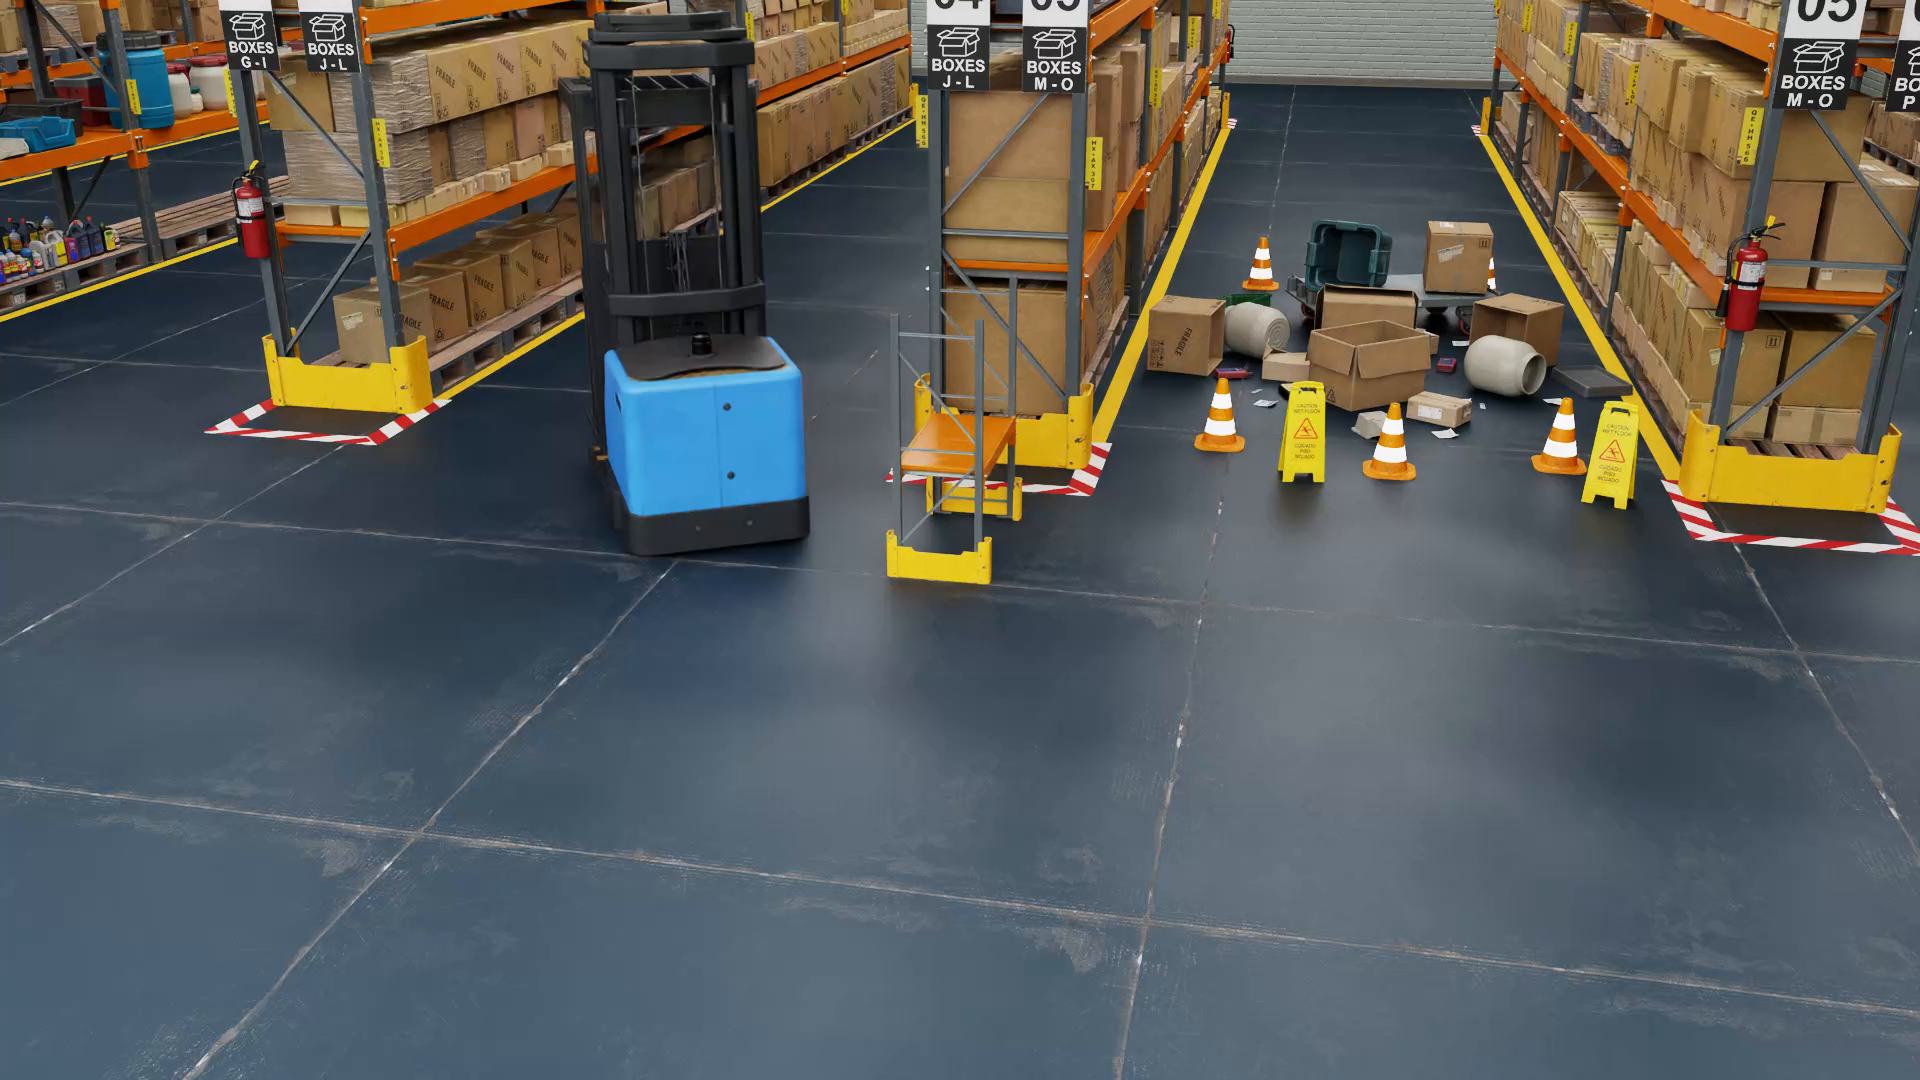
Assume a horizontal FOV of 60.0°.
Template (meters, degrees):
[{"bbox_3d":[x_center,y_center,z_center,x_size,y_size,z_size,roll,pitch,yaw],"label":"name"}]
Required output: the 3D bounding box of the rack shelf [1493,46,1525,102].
[{"bbox_3d":[8.021,-6.416,22.733,1.077,0.370,4.000,4,22,11],"label":"rack shelf"}]

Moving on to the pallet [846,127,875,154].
[{"bbox_3d":[-1.857,-5.753,23.855,1.003,0.211,1.213,4,22,11],"label":"pallet"}]

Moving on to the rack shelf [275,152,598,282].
[{"bbox_3d":[-4.129,-2.783,13.712,1.077,0.370,4.000,4,22,11],"label":"rack shelf"}]

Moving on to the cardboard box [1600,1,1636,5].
[{"bbox_3d":[7.456,-5.782,18.723,0.500,0.500,0.500,5,22,12],"label":"cardboard box"}]

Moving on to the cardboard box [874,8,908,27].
[{"bbox_3d":[-1.111,-8.108,25.773,0.500,0.250,0.500,4,22,10],"label":"cardboard box"}]

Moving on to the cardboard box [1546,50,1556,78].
[{"bbox_3d":[6.833,-5.291,18.508,0.500,0.250,0.500,4,22,10],"label":"cardboard box"}]

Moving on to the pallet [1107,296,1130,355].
[{"bbox_3d":[0.883,-1.868,14.208,1.003,0.211,1.213,4,22,11],"label":"pallet"}]

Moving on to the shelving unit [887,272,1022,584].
[{"bbox_3d":[-0.016,-0.668,9.504,0.587,1.500,1.083,4,22,11],"label":"shelving unit"}]

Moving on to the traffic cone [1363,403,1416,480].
[{"bbox_3d":[2.833,-0.669,10.896,0.336,0.463,0.334,4,22,11],"label":"traffic cone"}]

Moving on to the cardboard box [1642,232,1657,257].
[{"bbox_3d":[5.409,-2.237,12.638,0.380,0.149,0.250,5,23,13],"label":"cardboard box"}]

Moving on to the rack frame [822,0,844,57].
[{"bbox_3d":[-2.088,-6.774,22.658,1.000,3.000,0.127,4,22,11],"label":"rack frame"}]

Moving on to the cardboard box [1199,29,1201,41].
[{"bbox_3d":[2.859,-6.415,21.142,0.380,0.149,0.250,5,23,13],"label":"cardboard box"}]

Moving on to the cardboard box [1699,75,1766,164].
[{"bbox_3d":[5.166,-2.666,10.588,0.700,0.500,0.500,5,22,11],"label":"cardboard box"}]

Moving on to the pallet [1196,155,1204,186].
[{"bbox_3d":[2.589,-4.781,21.442,1.003,0.211,1.213,4,22,11],"label":"pallet"}]

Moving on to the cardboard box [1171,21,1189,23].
[{"bbox_3d":[2.694,-6.263,20.367,0.380,0.149,0.250,4,22,11],"label":"cardboard box"}]

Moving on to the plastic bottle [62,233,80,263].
[{"bbox_3d":[-8.450,-2.780,15.787,0.061,0.283,0.133,6,23,14],"label":"plastic bottle"}]

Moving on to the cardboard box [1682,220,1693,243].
[{"bbox_3d":[5.224,-2.140,11.487,0.380,0.149,0.250,4,22,10],"label":"cardboard box"}]

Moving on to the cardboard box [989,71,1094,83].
[{"bbox_3d":[0.434,-2.882,11.348,0.875,0.550,0.550,4,22,11],"label":"cardboard box"}]

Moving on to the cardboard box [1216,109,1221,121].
[{"bbox_3d":[3.706,-6.384,24.944,0.380,0.149,0.250,5,23,13],"label":"cardboard box"}]

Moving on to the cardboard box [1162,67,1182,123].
[{"bbox_3d":[1.998,-4.575,17.064,0.500,0.500,0.500,4,22,11],"label":"cardboard box"}]

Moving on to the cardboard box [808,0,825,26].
[{"bbox_3d":[-2.211,-7.052,21.871,0.797,0.503,0.637,4,22,10],"label":"cardboard box"}]

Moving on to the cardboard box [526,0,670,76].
[{"bbox_3d":[-3.422,-4.601,15.898,1.000,1.000,1.000,5,22,11],"label":"cardboard box"}]

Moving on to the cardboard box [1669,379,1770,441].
[{"bbox_3d":[5.071,-0.874,11.128,0.500,0.250,0.500,4,22,11],"label":"cardboard box"}]

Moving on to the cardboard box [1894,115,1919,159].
[{"bbox_3d":[12.647,-5.234,21.618,0.700,0.500,0.500,4,22,9],"label":"cardboard box"}]

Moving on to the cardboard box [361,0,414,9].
[{"bbox_3d":[-4.186,-3.864,11.618,0.500,0.250,0.500,5,22,13],"label":"cardboard box"}]

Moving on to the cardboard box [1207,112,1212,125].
[{"bbox_3d":[3.363,-5.954,23.477,0.380,0.149,0.250,4,22,11],"label":"cardboard box"}]

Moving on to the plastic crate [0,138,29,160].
[{"bbox_3d":[-8.653,-3.490,14.858,0.530,0.136,0.437,4,22,11],"label":"plastic crate"}]

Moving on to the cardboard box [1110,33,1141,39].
[{"bbox_3d":[1.313,-4.314,15.077,0.700,0.500,0.500,4,22,10],"label":"cardboard box"}]

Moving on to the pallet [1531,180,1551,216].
[{"bbox_3d":[7.283,-3.990,19.477,1.003,0.211,1.213,4,22,11],"label":"pallet"}]

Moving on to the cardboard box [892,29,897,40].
[{"bbox_3d":[-1.178,-7.687,25.260,0.380,0.149,0.250,5,22,12],"label":"cardboard box"}]

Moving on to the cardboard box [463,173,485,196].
[{"bbox_3d":[-3.997,-2.813,13.158,0.380,0.149,0.250,4,22,11],"label":"cardboard box"}]

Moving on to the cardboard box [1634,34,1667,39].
[{"bbox_3d":[6.976,-4.748,16.532,0.500,0.500,0.500,4,22,9],"label":"cardboard box"}]

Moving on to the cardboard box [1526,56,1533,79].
[{"bbox_3d":[7.265,-5.808,20.461,0.500,0.250,0.500,4,22,10],"label":"cardboard box"}]

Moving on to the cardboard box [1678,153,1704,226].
[{"bbox_3d":[5.218,-2.399,11.264,0.500,0.500,0.500,4,22,11],"label":"cardboard box"}]

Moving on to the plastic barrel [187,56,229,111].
[{"bbox_3d":[-8.010,-4.890,17.799,0.433,0.535,0.433,0,22,0],"label":"plastic barrel"}]

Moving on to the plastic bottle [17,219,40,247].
[{"bbox_3d":[-8.999,-2.927,16.062,0.144,0.351,0.185,4,22,11],"label":"plastic bottle"}]

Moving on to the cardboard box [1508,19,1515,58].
[{"bbox_3d":[7.767,-6.818,22.634,0.500,0.500,0.500,5,23,13],"label":"cardboard box"}]

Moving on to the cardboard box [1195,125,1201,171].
[{"bbox_3d":[2.737,-4.917,20.831,0.500,0.500,0.500,4,22,10],"label":"cardboard box"}]

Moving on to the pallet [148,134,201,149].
[{"bbox_3d":[-11.914,-5.937,24.312,1.003,0.211,1.213,4,22,11],"label":"pallet"}]

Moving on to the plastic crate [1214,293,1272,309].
[{"bbox_3d":[2.361,-1.992,14.472,0.450,0.188,0.662,7,21,42],"label":"plastic crate"}]

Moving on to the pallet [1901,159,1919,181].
[{"bbox_3d":[12.614,-4.599,20.991,1.003,0.211,1.213,4,22,11],"label":"pallet"}]

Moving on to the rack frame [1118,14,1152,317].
[{"bbox_3d":[1.114,-3.433,14.363,1.000,3.000,0.127,4,22,11],"label":"rack frame"}]

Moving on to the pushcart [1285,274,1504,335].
[{"bbox_3d":[3.739,-2.032,14.394,1.648,0.377,0.936,-3,22,-8],"label":"pushcart"}]

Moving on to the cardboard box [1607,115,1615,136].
[{"bbox_3d":[5.953,-3.666,14.715,0.380,0.149,0.250,5,22,11],"label":"cardboard box"}]

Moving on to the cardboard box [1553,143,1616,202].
[{"bbox_3d":[7.019,-4.011,18.080,0.875,0.875,0.875,4,22,10],"label":"cardboard box"}]

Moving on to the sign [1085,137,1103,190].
[{"bbox_3d":[0.840,-2.364,10.444,0.100,0.325,0.005,4,22,11],"label":"sign"}]

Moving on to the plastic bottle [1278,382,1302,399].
[{"bbox_3d":[2.495,-1.136,12.593,0.133,0.061,0.283,-3,22,-8],"label":"plastic bottle"}]

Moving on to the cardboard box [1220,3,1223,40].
[{"bbox_3d":[3.407,-7.267,23.349,0.500,0.500,0.500,6,23,14],"label":"cardboard box"}]

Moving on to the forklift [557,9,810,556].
[{"bbox_3d":[-1.824,-1.790,10.375,1.130,2.935,3.031,-7,23,-17],"label":"forklift"}]

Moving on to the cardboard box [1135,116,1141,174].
[{"bbox_3d":[1.051,-3.367,13.998,0.875,0.550,0.550,4,22,11],"label":"cardboard box"}]

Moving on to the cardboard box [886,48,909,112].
[{"bbox_3d":[-1.324,-7.206,26.013,0.875,0.875,0.875,4,22,11],"label":"cardboard box"}]

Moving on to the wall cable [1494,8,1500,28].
[{"bbox_3d":[9.557,-10.031,29.344,0.585,1.953,0.123,4,22,11],"label":"wall cable"}]

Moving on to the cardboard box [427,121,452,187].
[{"bbox_3d":[-4.413,-2.961,12.658,0.875,0.500,0.500,4,22,11],"label":"cardboard box"}]

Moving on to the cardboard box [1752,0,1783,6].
[{"bbox_3d":[5.005,-3.298,9.813,0.500,0.250,0.500,4,22,10],"label":"cardboard box"}]

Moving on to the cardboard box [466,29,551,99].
[{"bbox_3d":[-3.747,-3.945,13.764,0.500,0.500,0.500,4,22,11],"label":"cardboard box"}]

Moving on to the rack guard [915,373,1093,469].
[{"bbox_3d":[0.293,-0.802,11.176,1.175,0.500,0.348,4,22,11],"label":"rack guard"}]
